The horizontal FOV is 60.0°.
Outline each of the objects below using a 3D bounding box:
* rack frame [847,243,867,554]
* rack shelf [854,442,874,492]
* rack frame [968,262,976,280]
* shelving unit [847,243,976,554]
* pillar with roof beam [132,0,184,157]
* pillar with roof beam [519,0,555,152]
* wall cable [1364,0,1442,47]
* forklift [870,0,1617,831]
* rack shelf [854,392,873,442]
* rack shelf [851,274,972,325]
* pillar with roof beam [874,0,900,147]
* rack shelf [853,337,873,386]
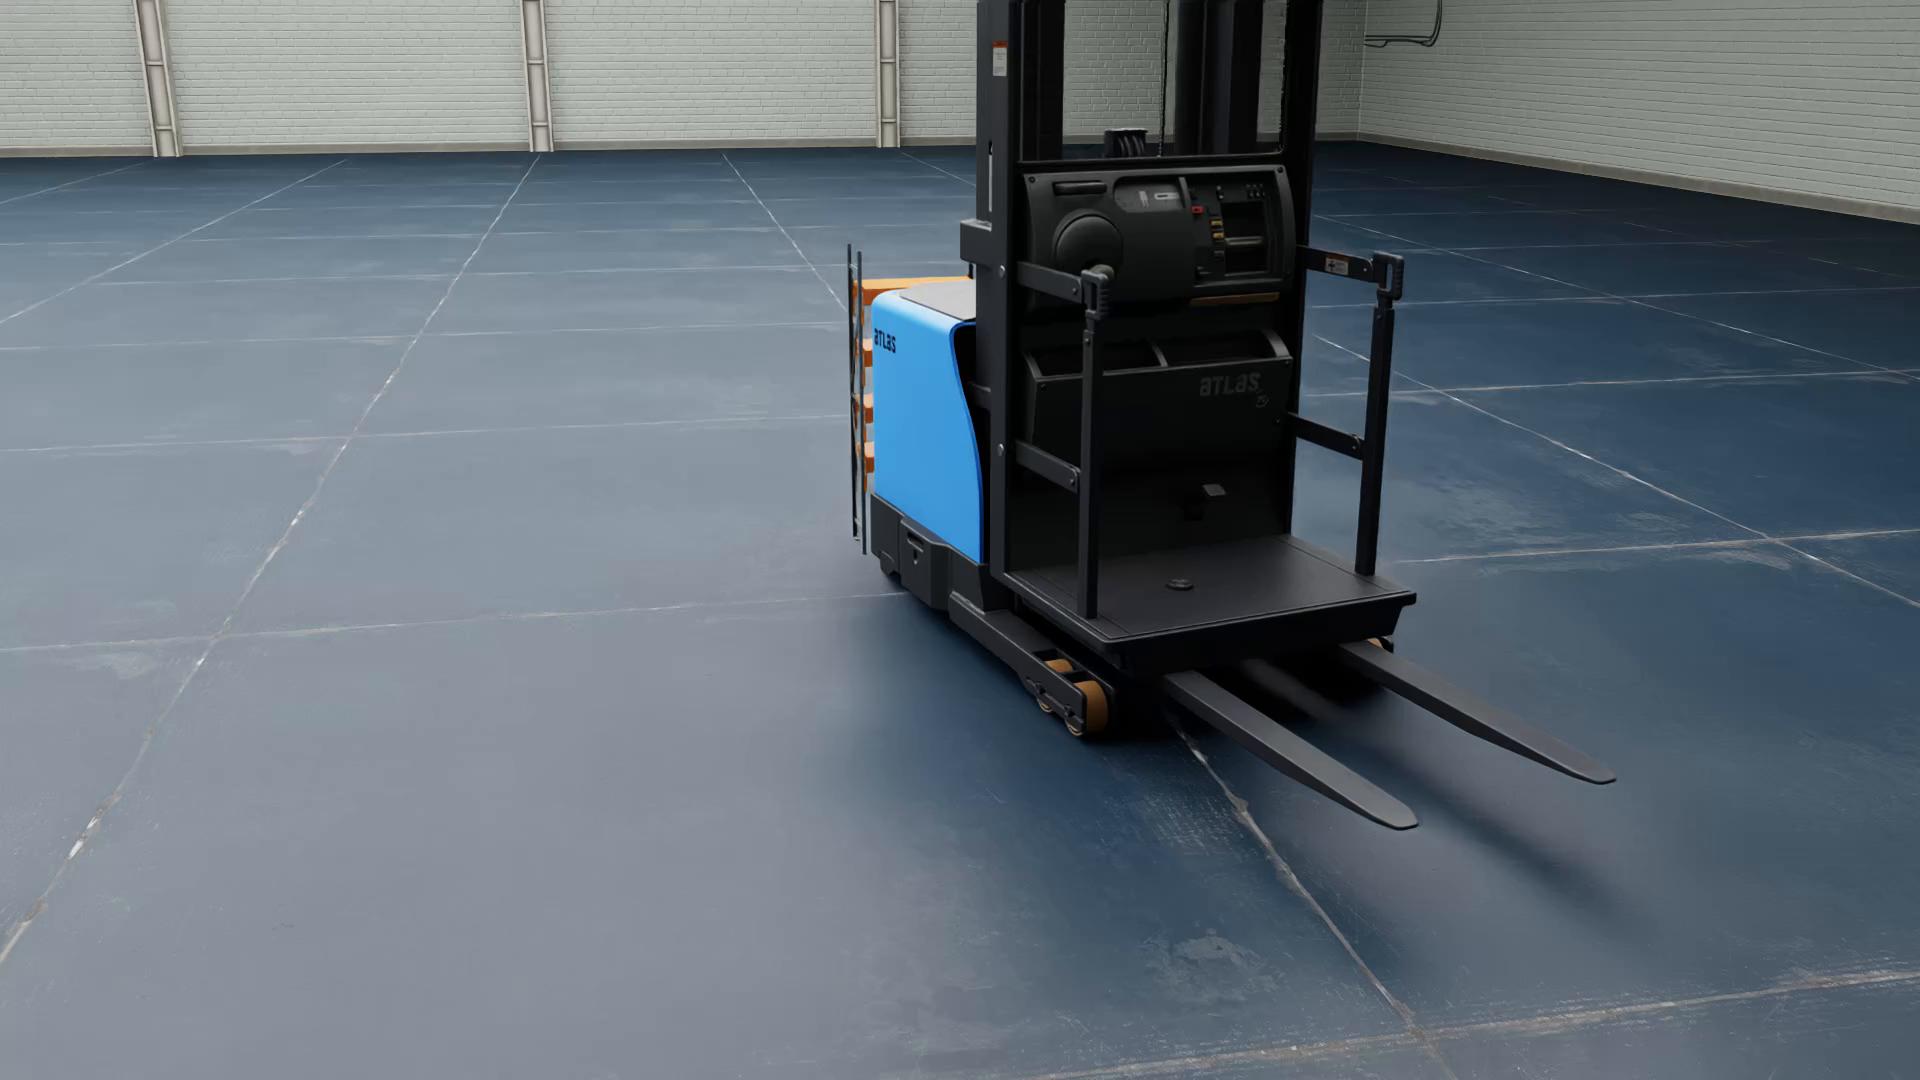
[{"bbox_3d":[-0.407,-0.550,6.560,0.015,1.200,0.240,-4,18,-13],"label":"rack frame"},{"bbox_3d":[-0.170,-0.313,6.693,0.480,0.148,0.258,-4,18,-13],"label":"rack shelf"},{"bbox_3d":[0.067,-0.584,6.669,0.015,1.200,0.240,-4,18,-13],"label":"rack frame"},{"bbox_3d":[-0.170,-0.567,6.615,0.503,1.200,0.258,-4,18,-13],"label":"shelving unit"},{"bbox_3d":[-12.248,-9.406,22.108,0.400,9.000,9.100,-3,17,-10],"label":"pillar with roof beam"},{"bbox_3d":[-6.357,-9.740,23.196,0.400,9.000,9.100,-3,17,-10],"label":"pillar with roof beam"},{"bbox_3d":[7.752,-9.948,29.162,0.112,2.526,3.097,-3,17,-10],"label":"wall cable"},{"bbox_3d":[0.715,-0.963,4.954,1.130,2.935,3.031,-7,19,-23],"label":"forklift"},{"bbox_3d":[-0.170,-0.503,6.634,0.480,0.148,0.258,-4,18,-13],"label":"rack shelf"},{"bbox_3d":[-0.170,-0.943,6.499,0.480,0.148,0.258,-4,18,-13],"label":"rack shelf"},{"bbox_3d":[-0.466,-10.074,24.285,0.400,9.000,9.100,-3,17,-10],"label":"pillar with roof beam"},{"bbox_3d":[-0.170,-0.717,6.569,0.480,0.148,0.258,-4,18,-13],"label":"rack shelf"}]
